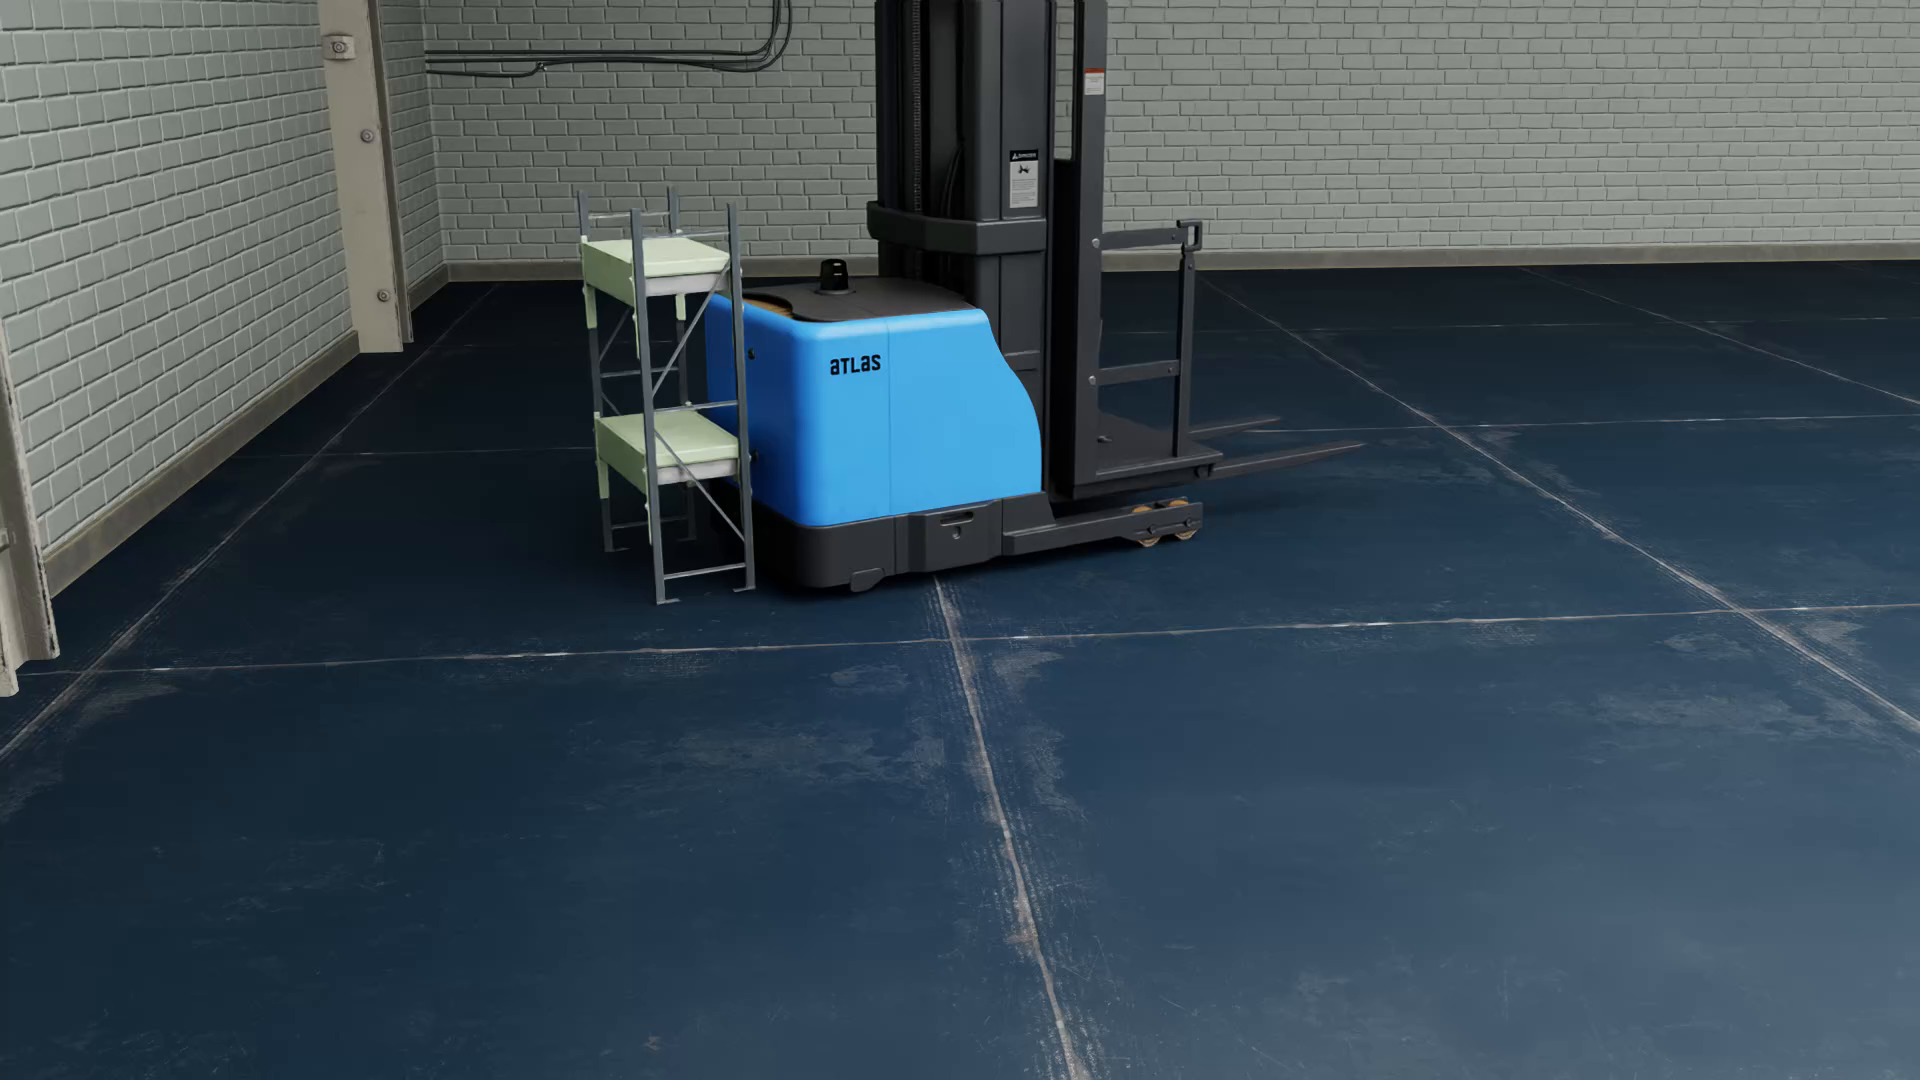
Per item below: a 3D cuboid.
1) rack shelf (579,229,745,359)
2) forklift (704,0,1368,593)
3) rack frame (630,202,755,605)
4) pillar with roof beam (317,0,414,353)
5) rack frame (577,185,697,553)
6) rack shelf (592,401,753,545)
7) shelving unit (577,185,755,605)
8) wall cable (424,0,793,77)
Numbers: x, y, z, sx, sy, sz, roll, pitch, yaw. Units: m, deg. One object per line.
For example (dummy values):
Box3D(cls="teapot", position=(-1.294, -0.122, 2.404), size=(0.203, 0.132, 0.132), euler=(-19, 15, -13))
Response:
Box3D(cls="rack shelf", position=(-1.161, -0.965, 6.440), size=(0.431, 0.370, 0.720), euler=(-9, 20, -25))
Box3D(cls="forklift", position=(0.462, -1.500, 7.060), size=(3.031, 2.935, 1.130), euler=(-10, 20, -29))
Box3D(cls="rack frame", position=(-0.993, -0.496, 6.246), size=(0.400, 1.500, 0.023), euler=(-9, 20, -25))
Box3D(cls="pillar with roof beam", position=(0.340, -5.750, 10.467), size=(9.100, 9.000, 0.400), euler=(-2, 18, -6))
Box3D(cls="rack frame", position=(-1.324, -0.691, 6.869), size=(0.400, 1.500, 0.023), euler=(-9, 20, -25))
Box3D(cls="rack shelf", position=(-1.157, -0.283, 6.656), size=(0.431, 0.370, 0.720), euler=(-9, 20, -25))
Box3D(cls="shelving unit", position=(-1.159, -0.593, 6.558), size=(0.431, 1.500, 0.755), euler=(-9, 20, -25))
Box3D(cls="wall cable", position=(-2.931, -5.054, 13.435), size=(3.097, 2.526, 0.112), euler=(-2, 18, -6))
